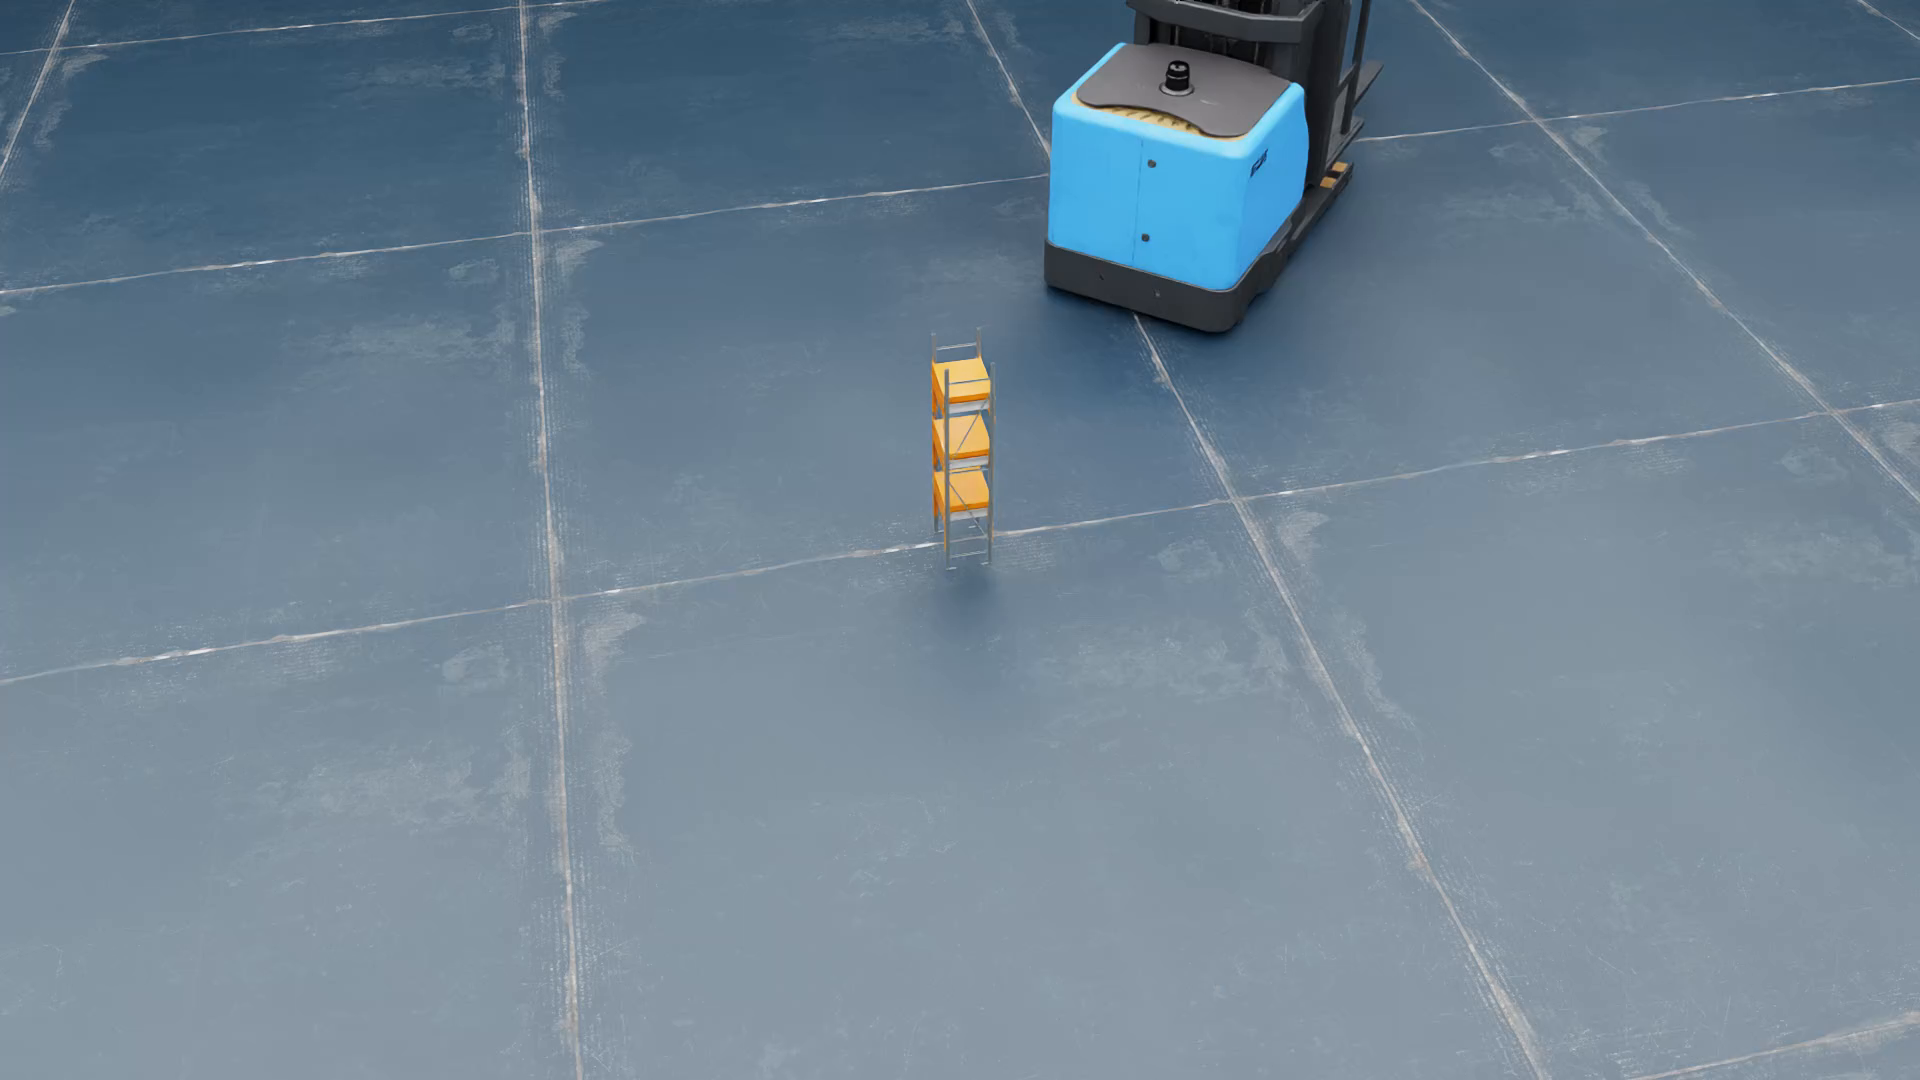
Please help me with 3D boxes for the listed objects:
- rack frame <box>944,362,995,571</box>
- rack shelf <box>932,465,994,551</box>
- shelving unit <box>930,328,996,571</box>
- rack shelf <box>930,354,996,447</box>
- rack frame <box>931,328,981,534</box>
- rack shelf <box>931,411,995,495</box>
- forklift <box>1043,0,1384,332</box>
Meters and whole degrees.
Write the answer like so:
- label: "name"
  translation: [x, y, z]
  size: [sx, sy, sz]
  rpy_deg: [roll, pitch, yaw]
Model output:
- label: "rack frame"
  translation: [0.038, -0.279, 6.773]
  size: [0.200, 1.050, 0.008]
  rpy_deg: [-8, 42, -9]
- label: "rack shelf"
  translation: [0.012, -0.142, 7.054]
  size: [0.215, 0.259, 0.240]
  rpy_deg: [-8, 42, -9]
- label: "shelving unit"
  translation: [0.012, -0.358, 6.862]
  size: [0.215, 1.050, 0.252]
  rpy_deg: [-8, 42, -9]
- label: "rack shelf"
  translation: [0.012, -0.562, 6.681]
  size: [0.215, 0.259, 0.240]
  rpy_deg: [-8, 42, -9]
- label: "rack frame"
  translation: [-0.015, -0.437, 6.951]
  size: [0.200, 1.050, 0.008]
  rpy_deg: [-8, 42, -9]
- label: "rack shelf"
  translation: [0.012, -0.350, 6.869]
  size: [0.215, 0.259, 0.240]
  rpy_deg: [-8, 42, -9]
- label: "forklift"
  translation: [1.585, -3.103, 8.538]
  size: [1.130, 2.935, 3.031]
  rpy_deg: [20, 45, 21]
